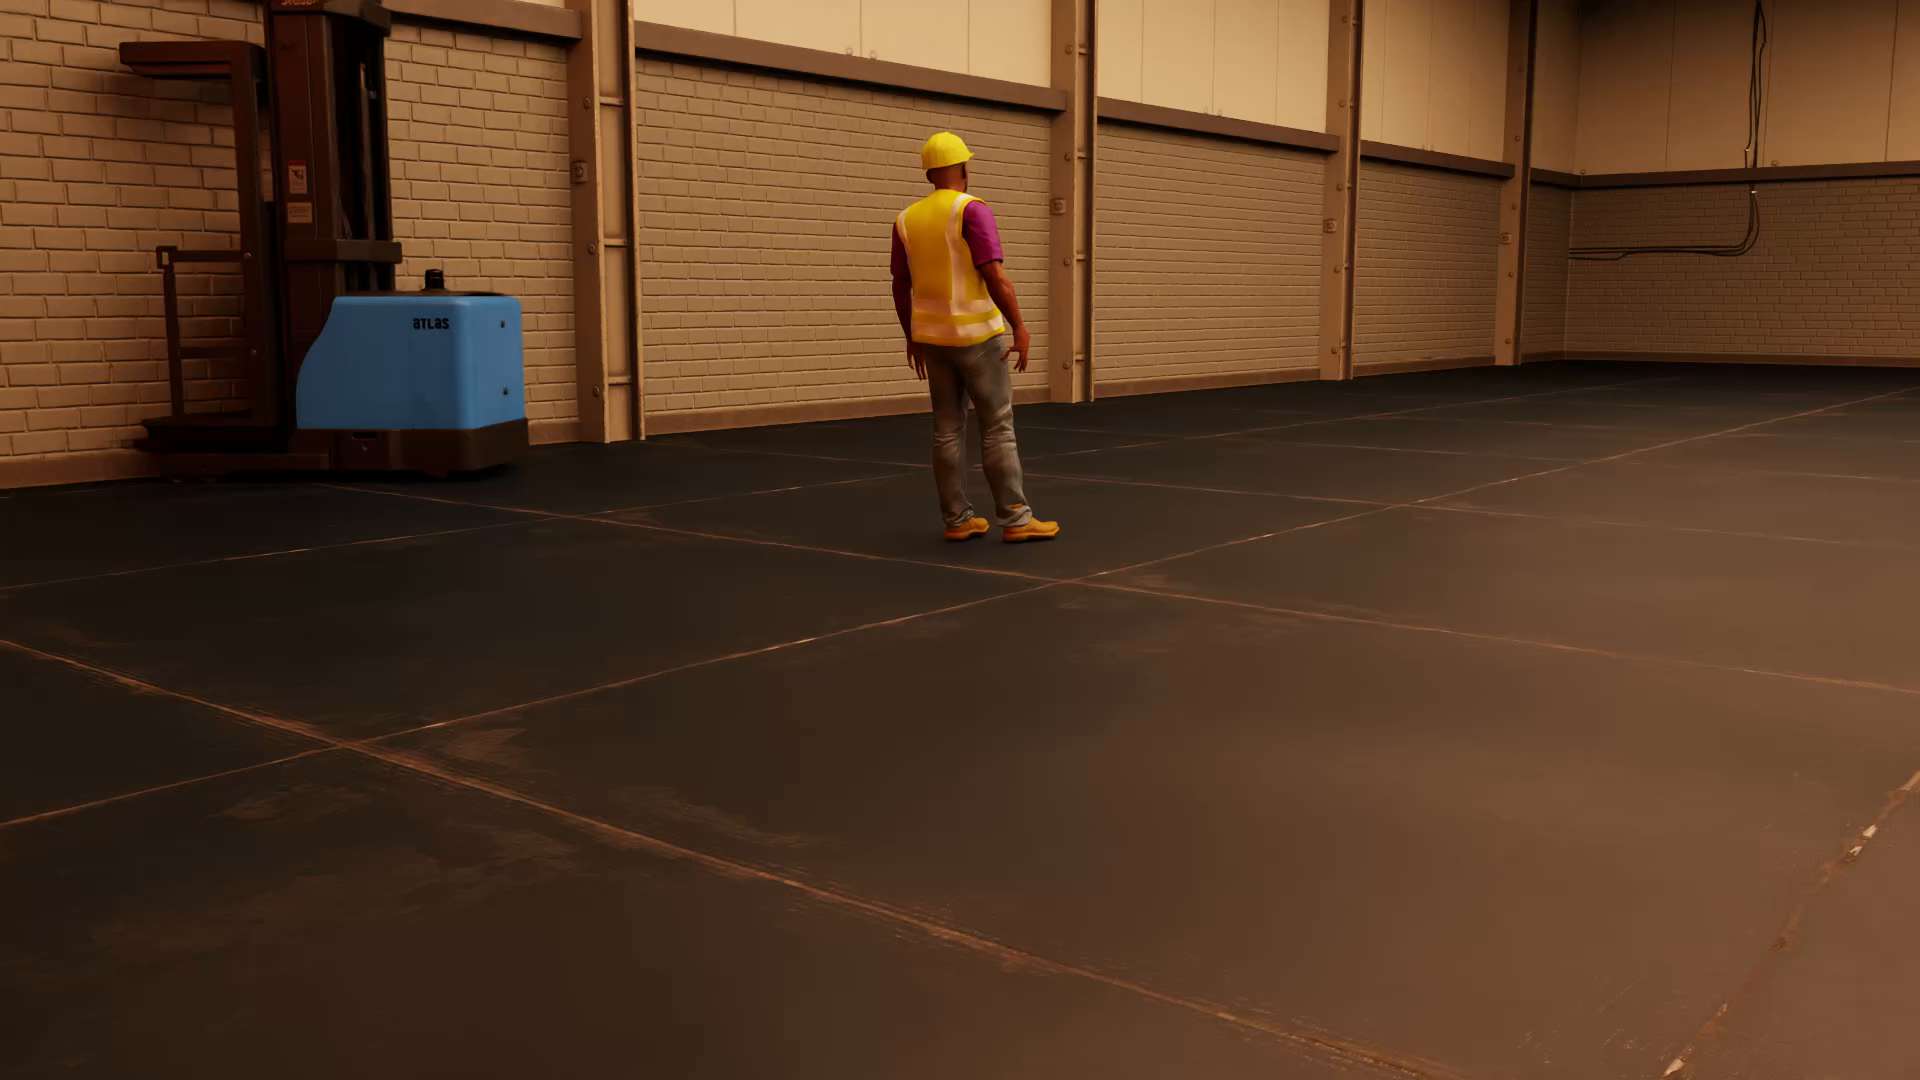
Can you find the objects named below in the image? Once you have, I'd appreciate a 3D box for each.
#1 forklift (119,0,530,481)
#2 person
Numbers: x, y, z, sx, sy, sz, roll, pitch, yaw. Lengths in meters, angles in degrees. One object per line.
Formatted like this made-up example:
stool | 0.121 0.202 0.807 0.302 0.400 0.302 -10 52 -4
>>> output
forklift | -4.279 -1.869 10.055 3.031 2.935 1.130 1 8 4
person | -0.001 -0.909 7.260 0.665 1.706 0.420 7 11 38
